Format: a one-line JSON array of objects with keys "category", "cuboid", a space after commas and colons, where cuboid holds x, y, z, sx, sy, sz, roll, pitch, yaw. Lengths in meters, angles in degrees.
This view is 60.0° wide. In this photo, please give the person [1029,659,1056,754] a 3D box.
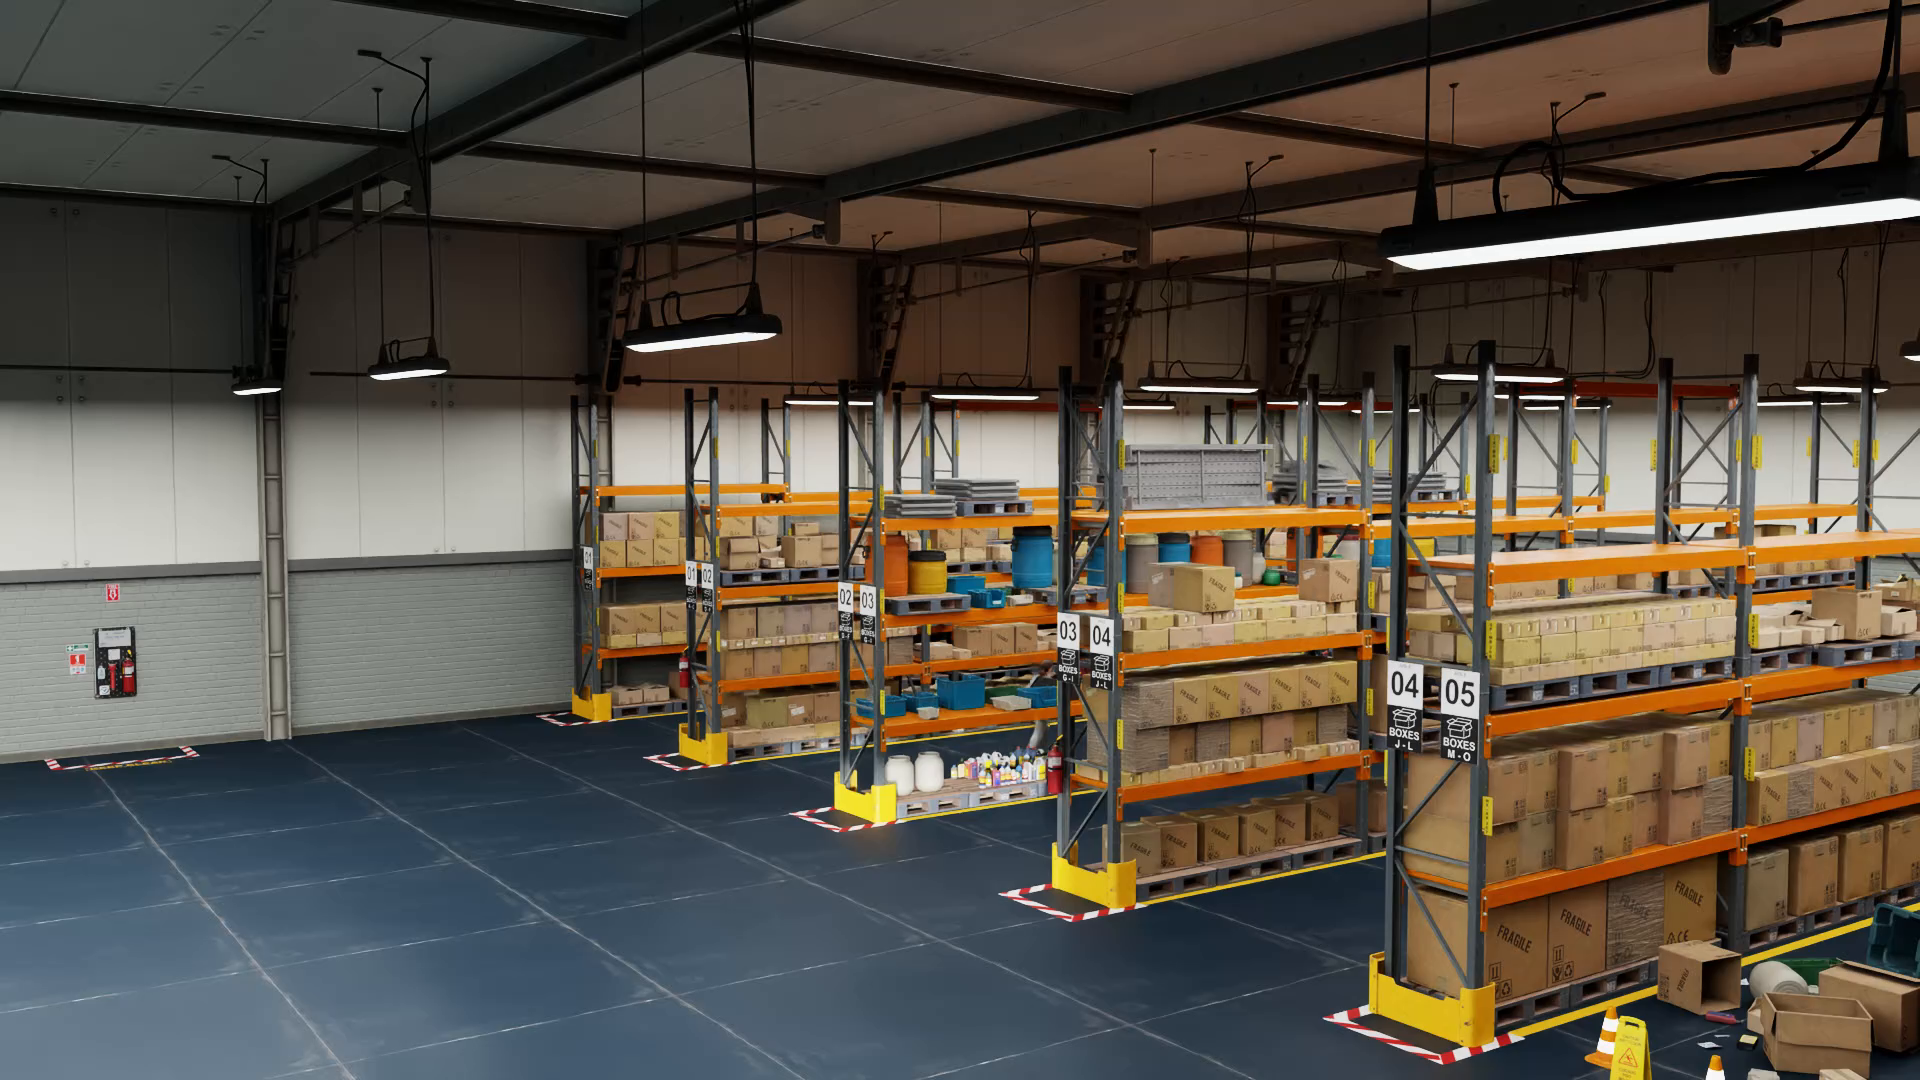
[{"category": "person", "cuboid": [1.312, 2.762, 26.554, 0.595, 1.713, 0.436, -3, 4, -37]}]

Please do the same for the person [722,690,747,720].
[{"category": "person", "cuboid": [-3.905, 2.579, 29.043, 0.649, 1.699, 0.591, -1, 4, -21]}]
